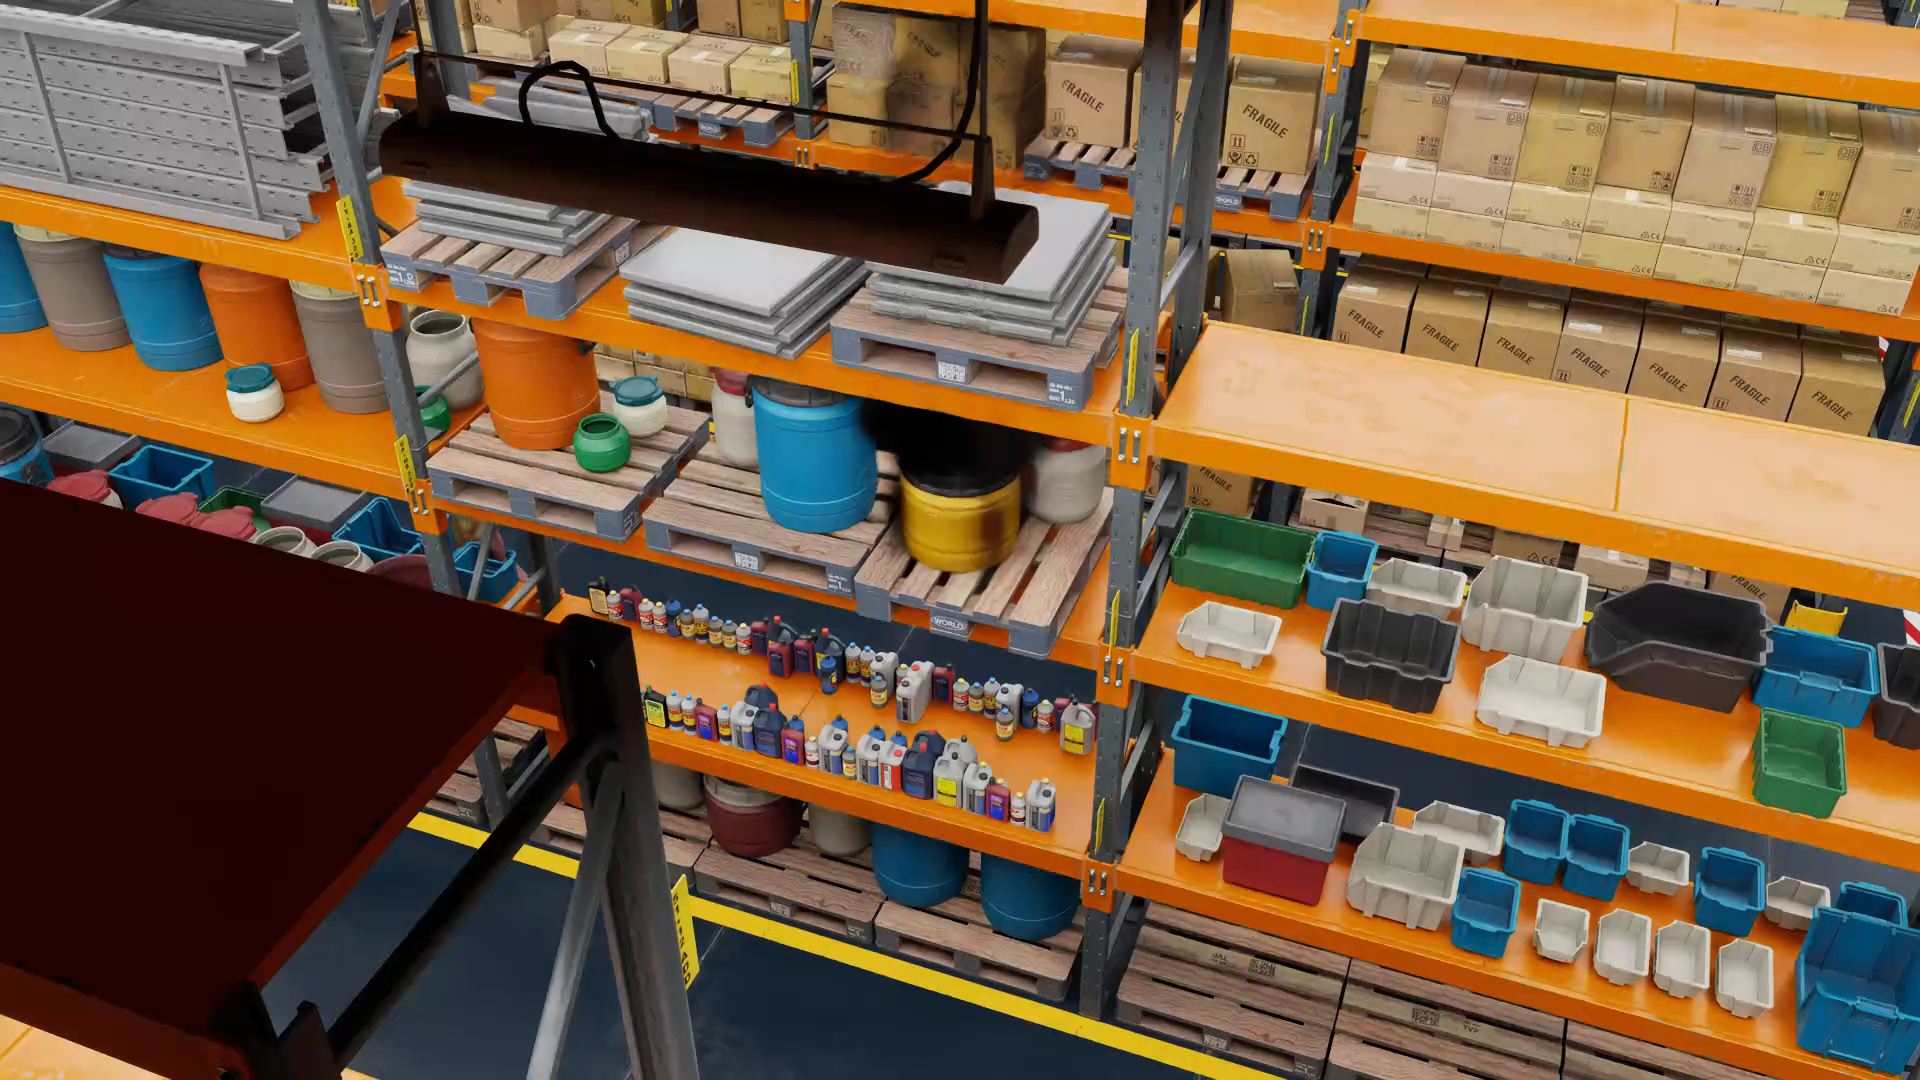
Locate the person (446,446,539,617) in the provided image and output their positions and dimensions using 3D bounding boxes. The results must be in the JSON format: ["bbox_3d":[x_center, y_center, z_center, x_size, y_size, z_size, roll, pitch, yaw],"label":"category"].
[{"bbox_3d":[-3.489,-0.059,12.023,0.948,1.678,0.562,7,37,10],"label":"person"}]
